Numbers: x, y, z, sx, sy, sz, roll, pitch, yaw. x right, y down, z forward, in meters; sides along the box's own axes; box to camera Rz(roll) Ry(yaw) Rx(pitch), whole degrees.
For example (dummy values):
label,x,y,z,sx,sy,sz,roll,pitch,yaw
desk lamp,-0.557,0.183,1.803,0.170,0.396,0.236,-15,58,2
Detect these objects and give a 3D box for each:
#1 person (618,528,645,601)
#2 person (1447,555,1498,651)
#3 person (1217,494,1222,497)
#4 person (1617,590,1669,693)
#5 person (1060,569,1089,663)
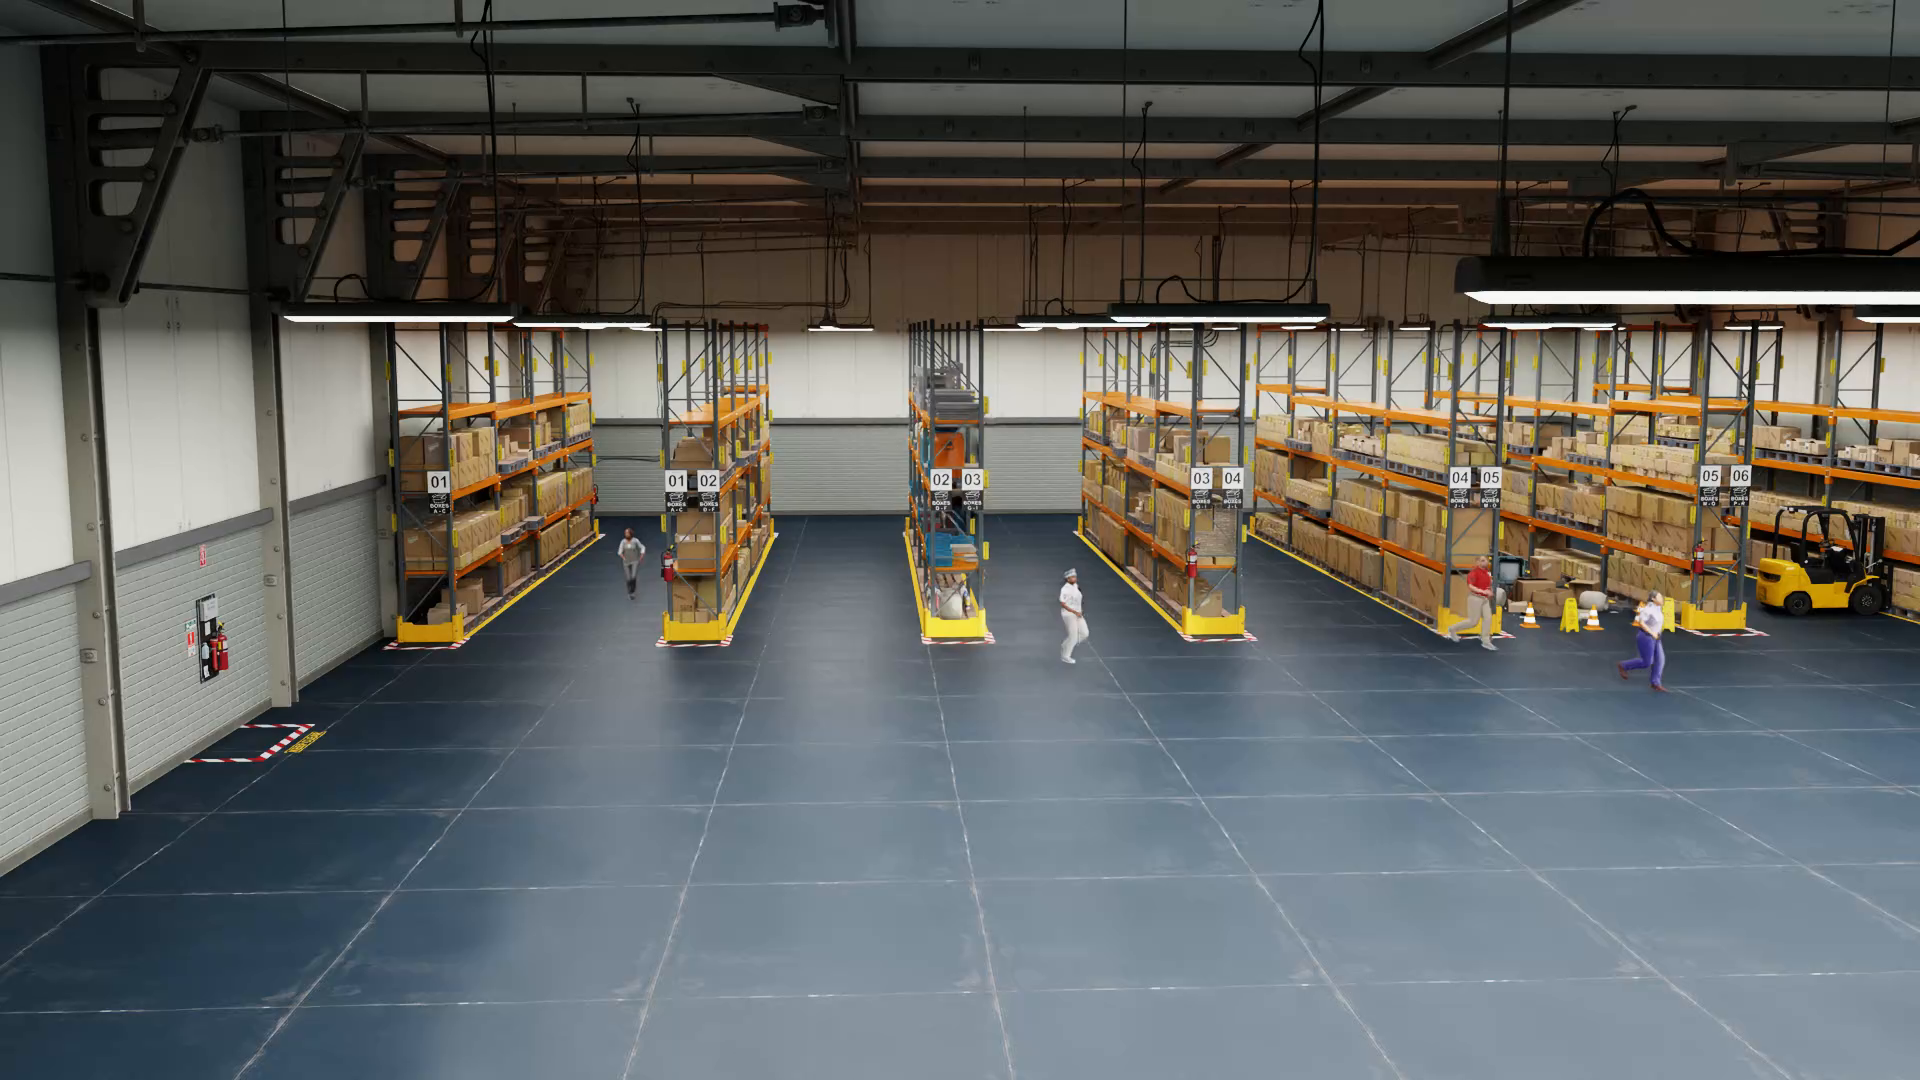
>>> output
label,x,y,z,sx,sy,sz,roll,pitch,yaw
person,-7.082,0.526,35.776,0.546,1.564,0.635,0,7,-1
person,9.453,1.129,30.457,0.920,1.735,0.672,7,10,44
person,7.369,-0.945,47.306,0.719,1.673,0.660,1,7,5
person,11.123,1.616,26.947,0.820,1.638,0.631,6,9,40
person,1.992,1.320,29.085,0.489,1.664,0.587,5,8,33
